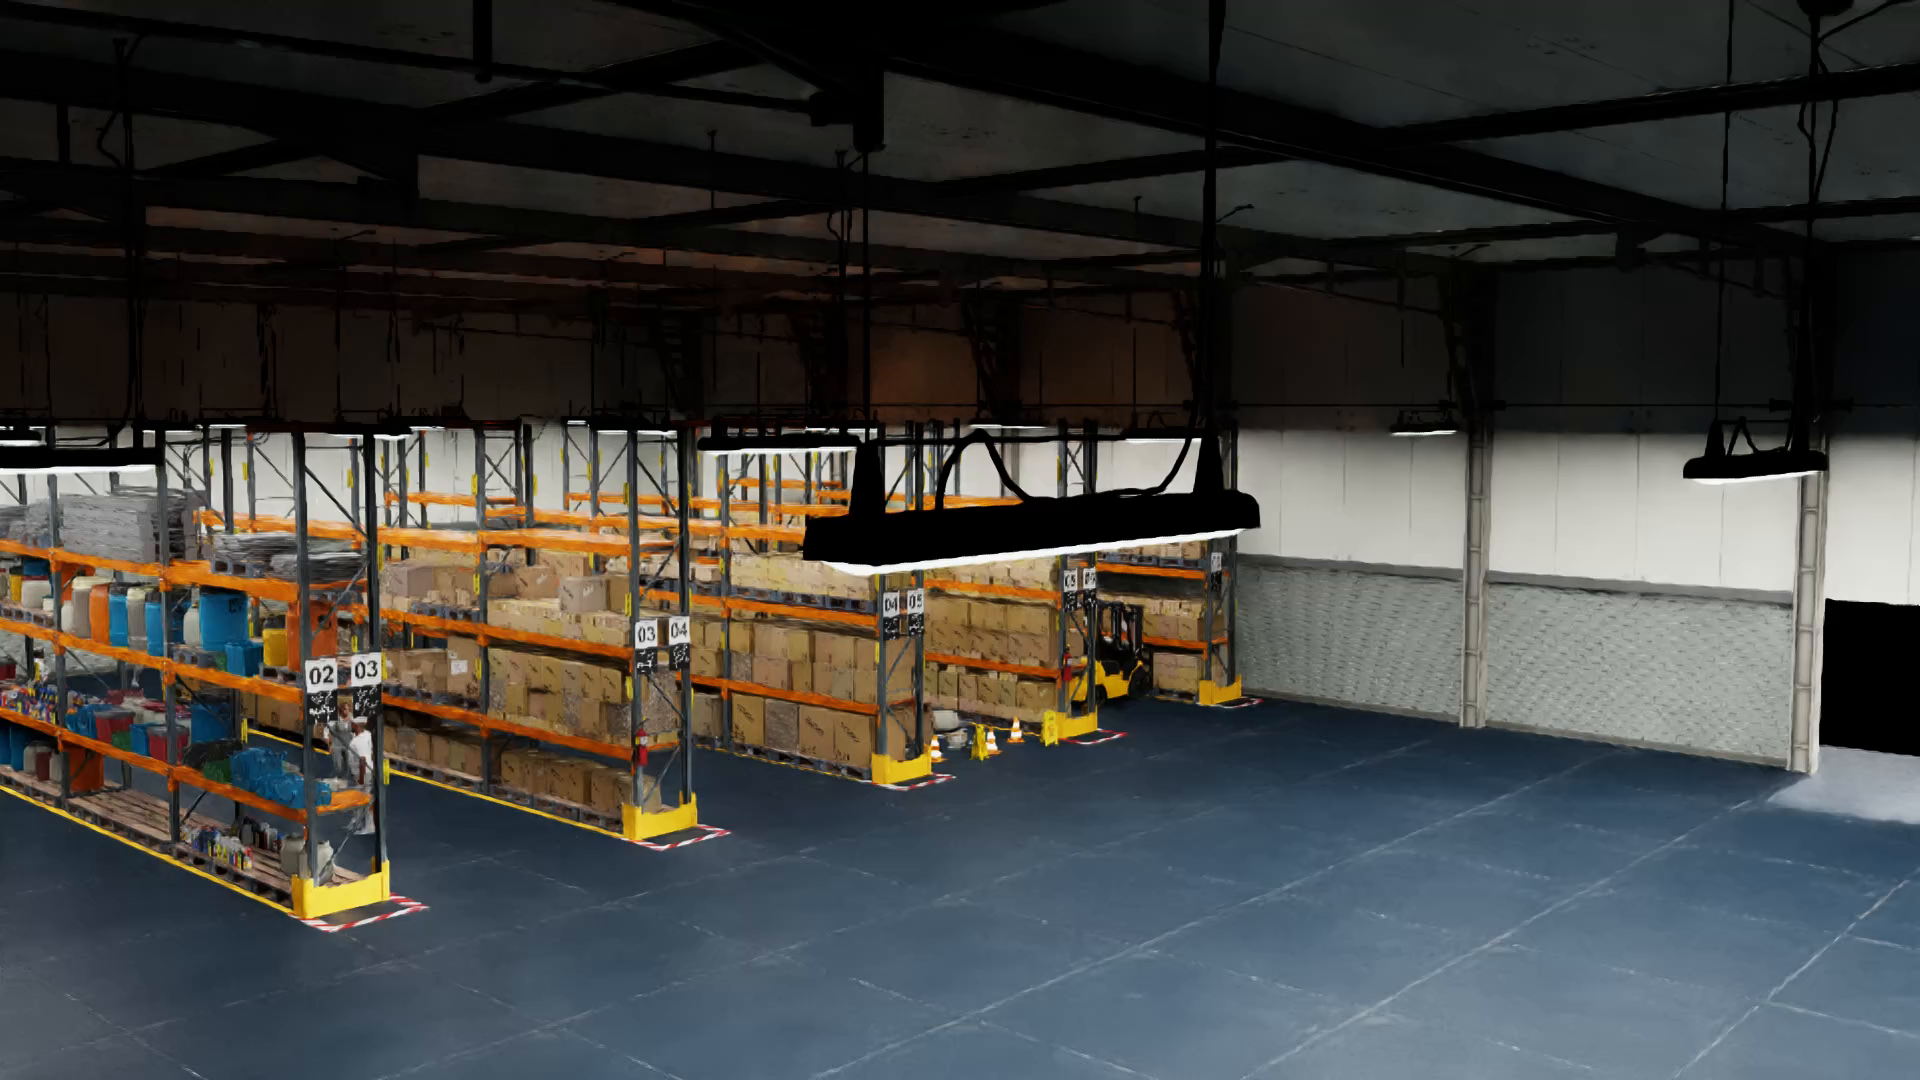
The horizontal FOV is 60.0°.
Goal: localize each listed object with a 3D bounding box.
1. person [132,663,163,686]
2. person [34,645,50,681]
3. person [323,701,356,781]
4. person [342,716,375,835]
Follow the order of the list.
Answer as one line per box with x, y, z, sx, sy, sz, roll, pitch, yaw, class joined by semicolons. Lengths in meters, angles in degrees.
-18.234;2.414;37.415;0.810;1.712;0.689;2;5;23;person
-17.784;2.872;32.109;0.490;1.666;0.580;-4;6;-41;person
-10.057;3.363;26.997;0.519;1.541;0.566;4;6;39;person
-8.877;3.431;24.512;0.497;1.765;0.625;-2;5;-18;person
